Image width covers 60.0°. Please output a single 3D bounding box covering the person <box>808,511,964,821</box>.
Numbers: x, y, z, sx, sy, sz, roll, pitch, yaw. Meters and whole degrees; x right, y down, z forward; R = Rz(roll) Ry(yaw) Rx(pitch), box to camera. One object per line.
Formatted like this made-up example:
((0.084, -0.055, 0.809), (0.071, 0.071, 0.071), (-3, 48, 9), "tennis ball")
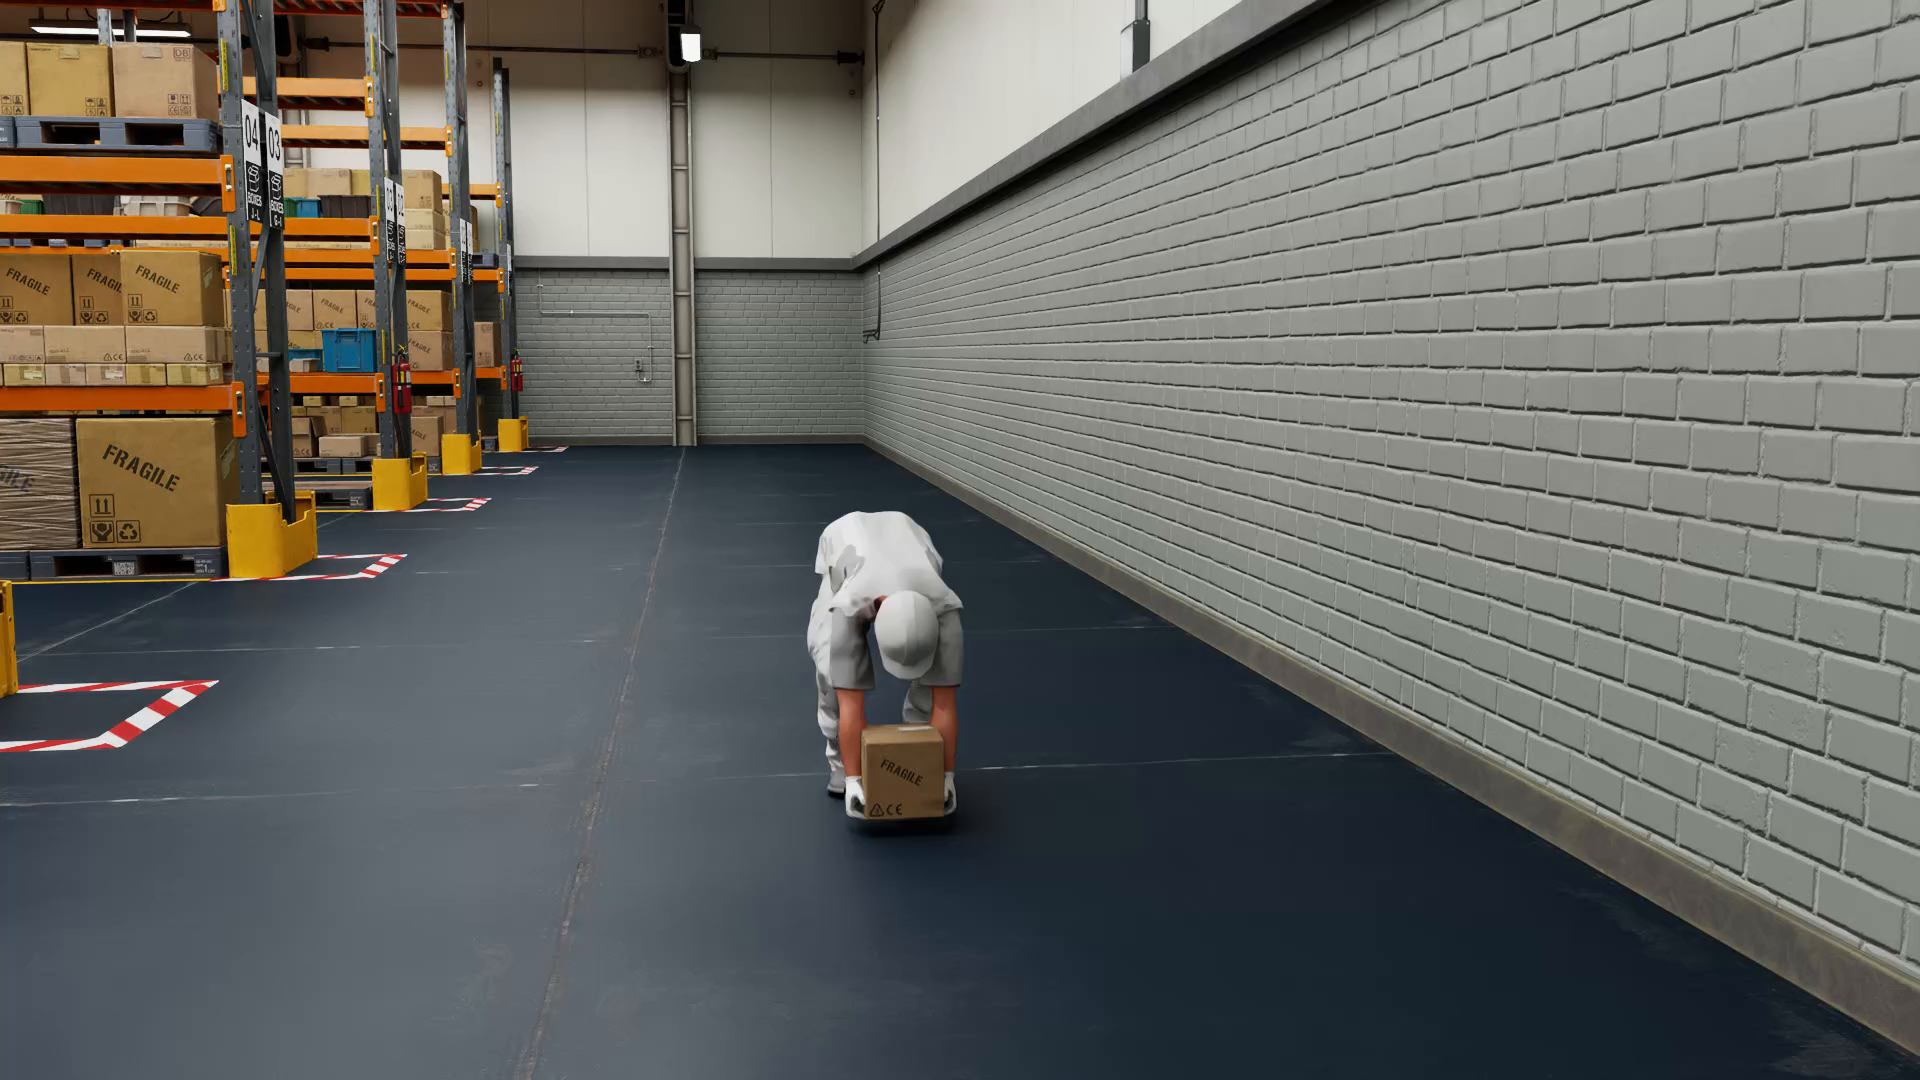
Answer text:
((-0.236, 0.407, 5.621), (0.532, 0.970, 0.948), (-1, 7, -11), "person")
